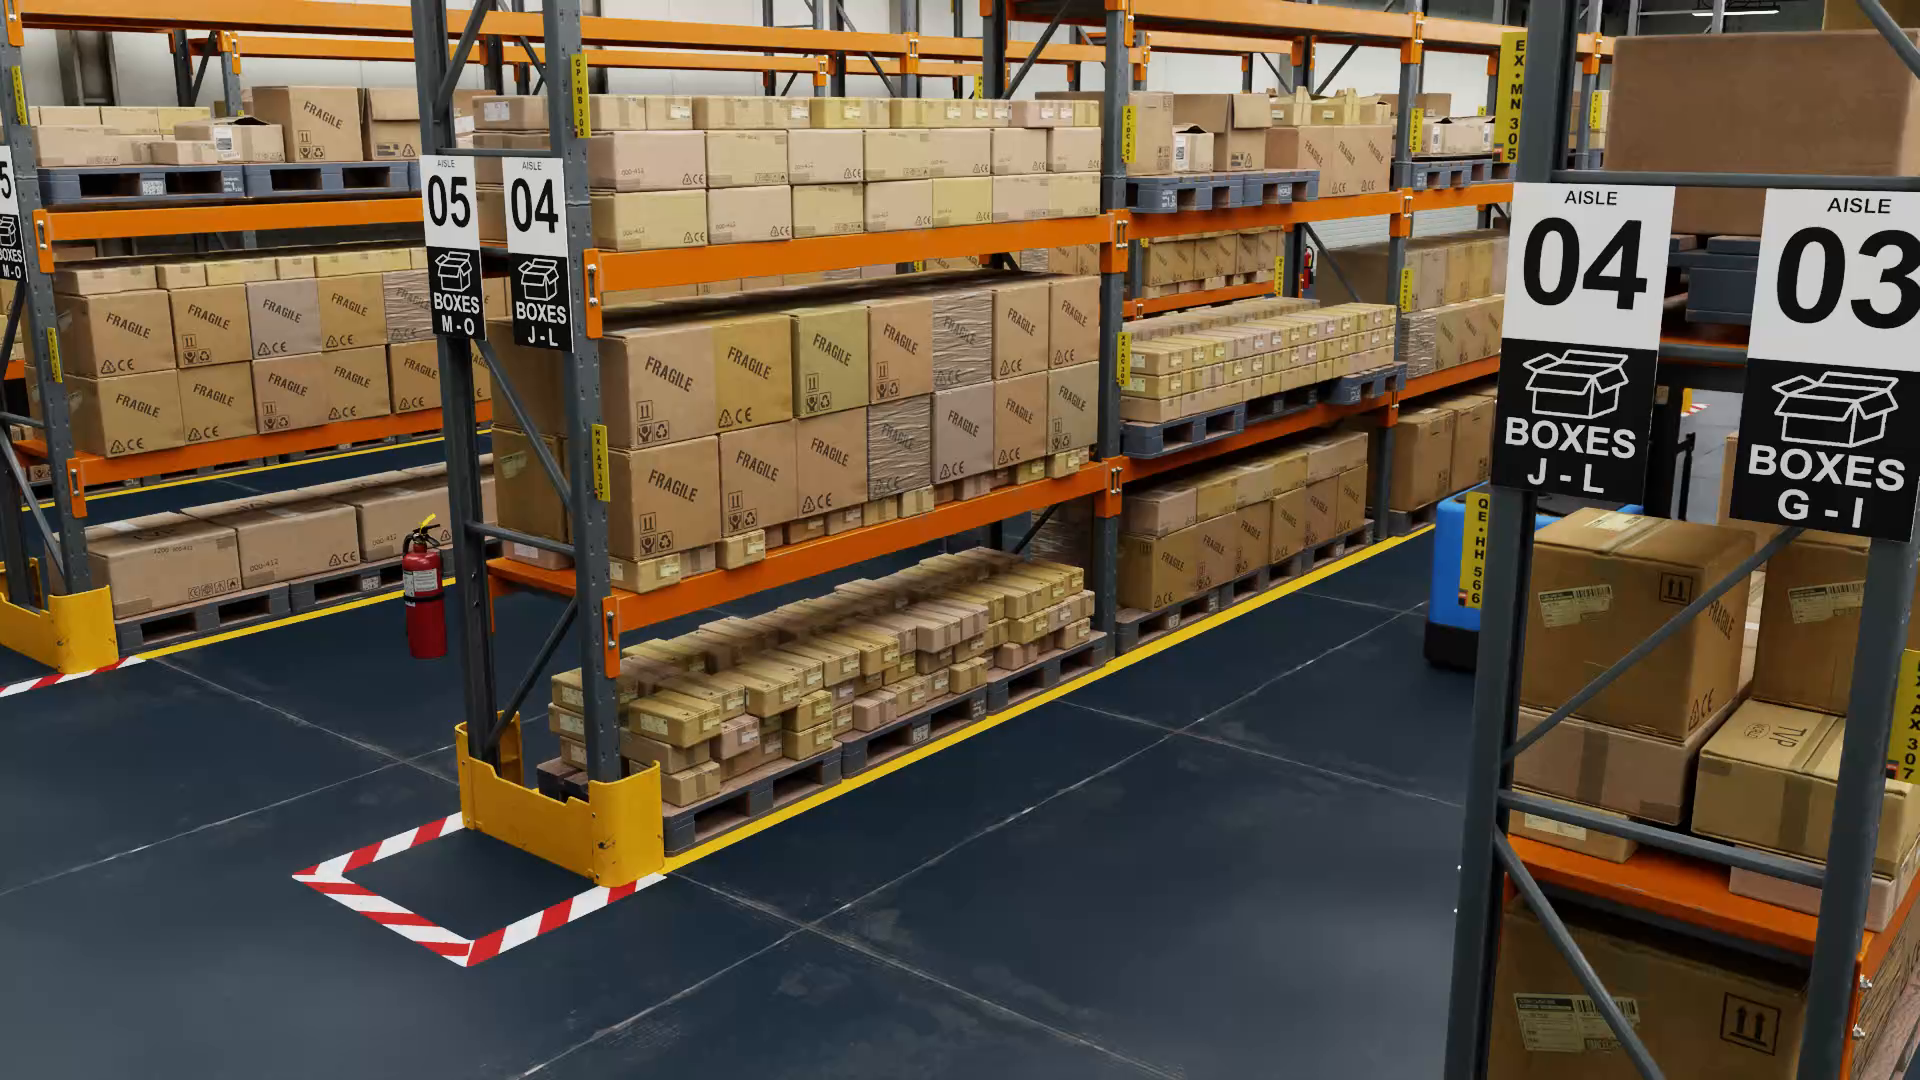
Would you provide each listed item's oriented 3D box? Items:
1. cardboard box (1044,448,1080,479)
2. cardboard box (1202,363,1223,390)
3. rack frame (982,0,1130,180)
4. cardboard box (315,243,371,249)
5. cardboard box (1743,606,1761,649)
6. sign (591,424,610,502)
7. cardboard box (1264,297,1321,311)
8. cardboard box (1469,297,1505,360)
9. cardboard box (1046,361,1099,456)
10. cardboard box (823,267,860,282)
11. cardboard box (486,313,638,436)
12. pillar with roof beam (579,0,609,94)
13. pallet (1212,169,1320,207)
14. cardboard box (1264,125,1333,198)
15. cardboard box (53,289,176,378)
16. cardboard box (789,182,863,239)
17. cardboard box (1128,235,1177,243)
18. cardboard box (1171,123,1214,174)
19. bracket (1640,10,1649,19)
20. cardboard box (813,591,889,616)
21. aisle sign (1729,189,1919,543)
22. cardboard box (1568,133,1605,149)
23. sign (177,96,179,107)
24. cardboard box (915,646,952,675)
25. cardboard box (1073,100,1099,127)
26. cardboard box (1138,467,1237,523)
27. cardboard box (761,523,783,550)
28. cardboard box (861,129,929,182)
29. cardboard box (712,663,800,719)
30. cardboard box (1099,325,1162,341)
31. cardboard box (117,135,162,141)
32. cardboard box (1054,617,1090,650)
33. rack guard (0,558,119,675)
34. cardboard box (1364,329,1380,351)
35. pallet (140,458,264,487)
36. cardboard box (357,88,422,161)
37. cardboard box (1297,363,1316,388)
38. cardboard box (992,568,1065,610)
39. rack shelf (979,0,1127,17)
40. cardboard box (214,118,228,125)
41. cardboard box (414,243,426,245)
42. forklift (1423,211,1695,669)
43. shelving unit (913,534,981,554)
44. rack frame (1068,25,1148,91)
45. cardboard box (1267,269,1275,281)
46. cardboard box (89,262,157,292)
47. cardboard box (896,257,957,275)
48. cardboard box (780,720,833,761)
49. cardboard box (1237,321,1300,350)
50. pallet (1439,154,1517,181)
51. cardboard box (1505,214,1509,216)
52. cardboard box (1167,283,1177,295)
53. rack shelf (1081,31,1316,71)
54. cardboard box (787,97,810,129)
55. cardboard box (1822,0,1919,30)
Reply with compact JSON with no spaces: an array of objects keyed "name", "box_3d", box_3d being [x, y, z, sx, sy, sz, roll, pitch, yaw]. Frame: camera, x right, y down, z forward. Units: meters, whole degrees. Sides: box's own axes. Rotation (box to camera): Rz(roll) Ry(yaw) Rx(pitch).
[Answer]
[{"name":"cardboard box","box_3d":[0.488,-0.479,9.928,0.380,0.149,0.250,11,18,36]},{"name":"cardboard box","box_3d":[1.492,-1.088,10.867,0.380,0.149,0.250,12,18,39]},{"name":"rack frame","box_3d":[0.563,-3.666,9.777,1.000,3.000,0.127,11,18,38]},{"name":"cardboard box","box_3d":[-4.515,-2.080,12.166,0.380,0.149,0.250,11,18,37]},{"name":"cardboard box","box_3d":[2.580,0.395,5.678,0.500,0.250,0.500,11,18,36]},{"name":"sign","box_3d":[-1.529,-0.328,7.063,0.100,0.325,0.005,11,18,38]},{"name":"cardboard box","box_3d":[2.633,-1.835,13.204,0.380,0.149,0.250,11,18,38]},{"name":"cardboard box","box_3d":[4.519,-1.906,14.832,0.500,0.500,0.500,11,18,37]},{"name":"cardboard box","box_3d":[0.479,-0.815,9.930,0.500,0.500,0.500,11,18,38]},{"name":"cardboard box","box_3d":[-1.274,-2.565,15.394,0.500,0.500,0.500,12,18,39]},{"name":"cardboard box","box_3d":[-1.857,-0.796,7.825,0.500,0.500,0.500,11,18,36]},{"name":"pillar with roof beam","box_3d":[-1.233,-5.669,17.662,9.100,9.000,0.400,11,18,38]},{"name":"pallet","box_3d":[1.683,-2.422,11.354,1.213,0.211,1.003,11,18,38]},{"name":"cardboard box","box_3d":[2.294,-2.685,11.805,0.500,0.500,0.500,11,18,38]},{"name":"cardboard box","box_3d":[-5.341,-1.320,10.493,0.500,0.500,0.500,11,18,36]},{"name":"cardboard box","box_3d":[-0.822,-1.621,8.123,0.500,0.250,0.500,11,18,36]},{"name":"cardboard box","box_3d":[2.123,-3.765,19.513,0.700,0.500,0.500,11,18,37]},{"name":"cardboard box","box_3d":[1.279,-2.509,10.641,0.500,0.311,0.500,11,18,37]},{"name":"bracket","box_3d":[20.071,-15.453,48.863,0.235,0.232,0.430,11,18,38]},{"name":"cardboard box","box_3d":[-0.631,0.420,9.608,0.380,0.149,0.250,10,18,35]},{"name":"aisle sign","box_3d":[2.031,-0.405,3.846,0.394,0.787,0.004,11,18,38]},{"name":"cardboard box","box_3d":[6.084,-3.892,16.212,0.380,0.149,0.250,11,18,37]},{"name":"sign","box_3d":[-7.648,-4.253,16.330,0.100,0.325,0.005,11,18,38]},{"name":"cardboard box","box_3d":[-0.266,0.626,9.400,0.380,0.149,0.250,10,17,35]},{"name":"cardboard box","box_3d":[0.579,-2.473,9.652,0.380,0.149,0.250,10,18,35]},{"name":"cardboard box","box_3d":[1.566,-0.317,11.479,0.500,0.250,0.500,12,18,39]},{"name":"cardboard box","box_3d":[-1.098,-0.051,8.242,0.380,0.149,0.250,12,19,40]},{"name":"cardboard box","box_3d":[-0.502,-1.952,8.411,0.500,0.250,0.500,10,18,35]},{"name":"cardboard box","box_3d":[-1.020,0.750,8.307,0.380,0.149,0.250,11,18,37]},{"name":"cardboard box","box_3d":[1.160,-1.387,11.438,0.380,0.149,0.250,11,18,37]},{"name":"cardboard box","box_3d":[-7.641,-3.565,15.174,0.500,0.250,0.500,11,18,36]},{"name":"cardboard box","box_3d":[0.582,0.548,10.312,0.380,0.149,0.250,12,18,38]},{"name":"rack guard","box_3d":[-5.880,0.477,10.729,1.175,0.500,0.348,11,18,38]},{"name":"cardboard box","box_3d":[2.954,-1.534,12.622,0.380,0.149,0.250,12,19,40]},{"name":"pallet","box_3d":[-7.646,-0.789,16.302,1.003,0.211,1.213,11,18,38]},{"name":"cardboard box","box_3d":[-4.173,-2.998,11.973,0.797,0.503,0.637,13,19,42]},{"name":"cardboard box","box_3d":[2.314,-1.196,11.895,0.380,0.149,0.250,12,19,39]},{"name":"cardboard box","box_3d":[0.412,0.295,10.098,0.380,0.149,0.250,12,18,38]},{"name":"rack shelf","box_3d":[-0.694,-2.933,8.358,1.077,0.370,4.000,11,18,38]},{"name":"cardboard box","box_3d":[-7.116,-4.076,16.334,0.380,0.149,0.250,11,18,37]},{"name":"cardboard box","box_3d":[-3.856,-2.113,12.297,0.380,0.149,0.250,11,18,37]},{"name":"forklift","box_3d":[4.220,-0.826,10.922,1.130,2.935,3.031,11,18,37]},{"name":"shelving unit","box_3d":[-0.104,-0.986,13.240,0.431,2.100,0.503,11,18,38]},{"name":"rack frame","box_3d":[1.677,-5.945,18.747,1.000,3.000,0.127,11,18,38]},{"name":"cardboard box","box_3d":[3.872,-3.465,21.681,0.380,0.149,0.250,11,18,37]},{"name":"cardboard box","box_3d":[-5.317,-1.673,10.564,0.380,0.149,0.250,12,18,39]},{"name":"cardboard box","box_3d":[-0.374,-2.718,16.568,0.500,0.500,0.500,11,18,36]},{"name":"cardboard box","box_3d":[-0.875,0.992,8.564,0.380,0.149,0.250,12,18,38]},{"name":"cardboard box","box_3d":[2.147,-1.433,11.619,0.380,0.149,0.250,12,19,39]},{"name":"pallet","box_3d":[5.053,-3.468,15.480,0.805,0.209,1.217,10,18,35]},{"name":"cardboard box","box_3d":[6.105,-3.075,17.138,0.875,0.550,0.550,11,18,38]},{"name":"cardboard box","box_3d":[2.387,-3.038,20.000,0.380,0.149,0.250,11,18,37]},{"name":"rack shelf","box_3d":[2.934,-5.977,20.344,1.077,0.370,4.000,11,18,38]},{"name":"cardboard box","box_3d":[-0.936,-2.035,7.927,0.380,0.149,0.250,12,19,39]},{"name":"cardboard box","box_3d":[3.121,-1.708,5.381,0.500,0.250,0.500,11,18,36]}]
